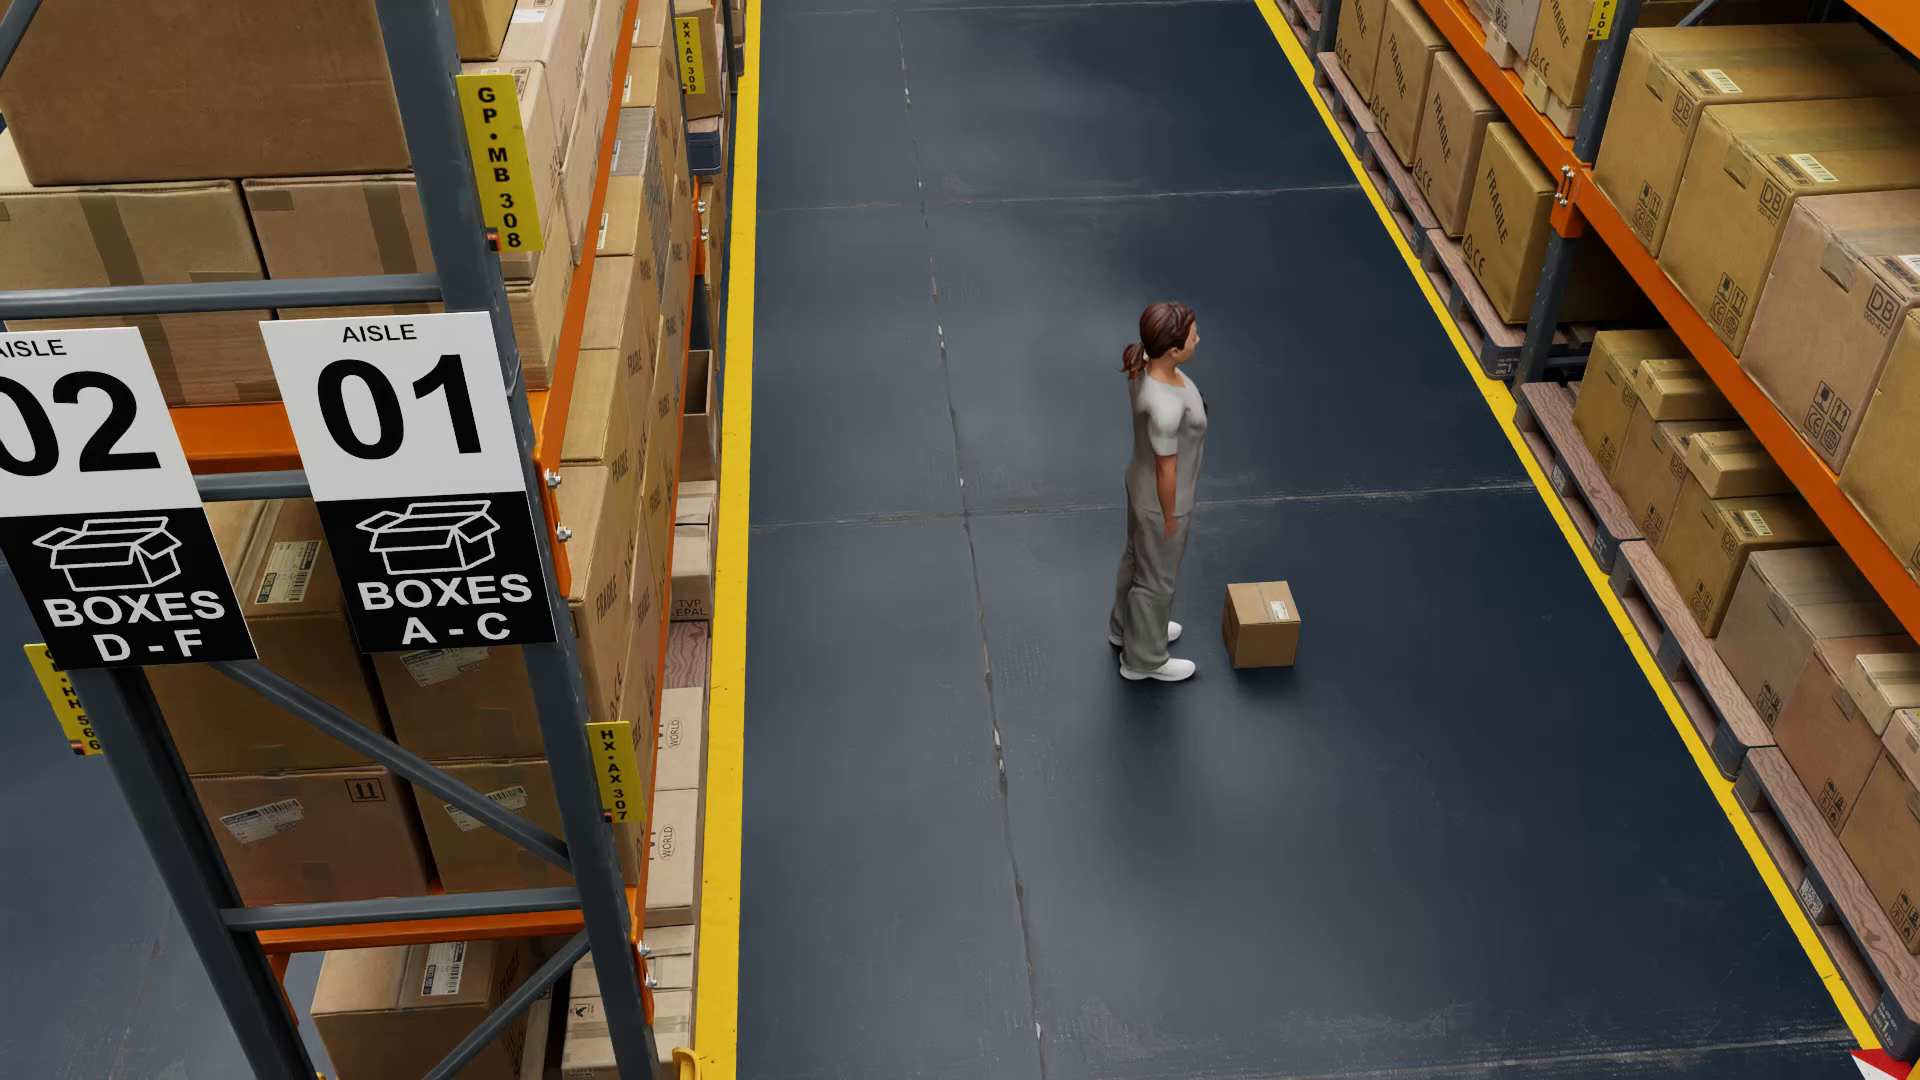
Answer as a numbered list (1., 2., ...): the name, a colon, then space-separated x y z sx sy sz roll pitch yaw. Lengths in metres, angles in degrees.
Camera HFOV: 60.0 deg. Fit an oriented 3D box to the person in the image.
1. person: 0.761 -0.180 6.376 0.384 1.676 0.440 -2 39 -3
